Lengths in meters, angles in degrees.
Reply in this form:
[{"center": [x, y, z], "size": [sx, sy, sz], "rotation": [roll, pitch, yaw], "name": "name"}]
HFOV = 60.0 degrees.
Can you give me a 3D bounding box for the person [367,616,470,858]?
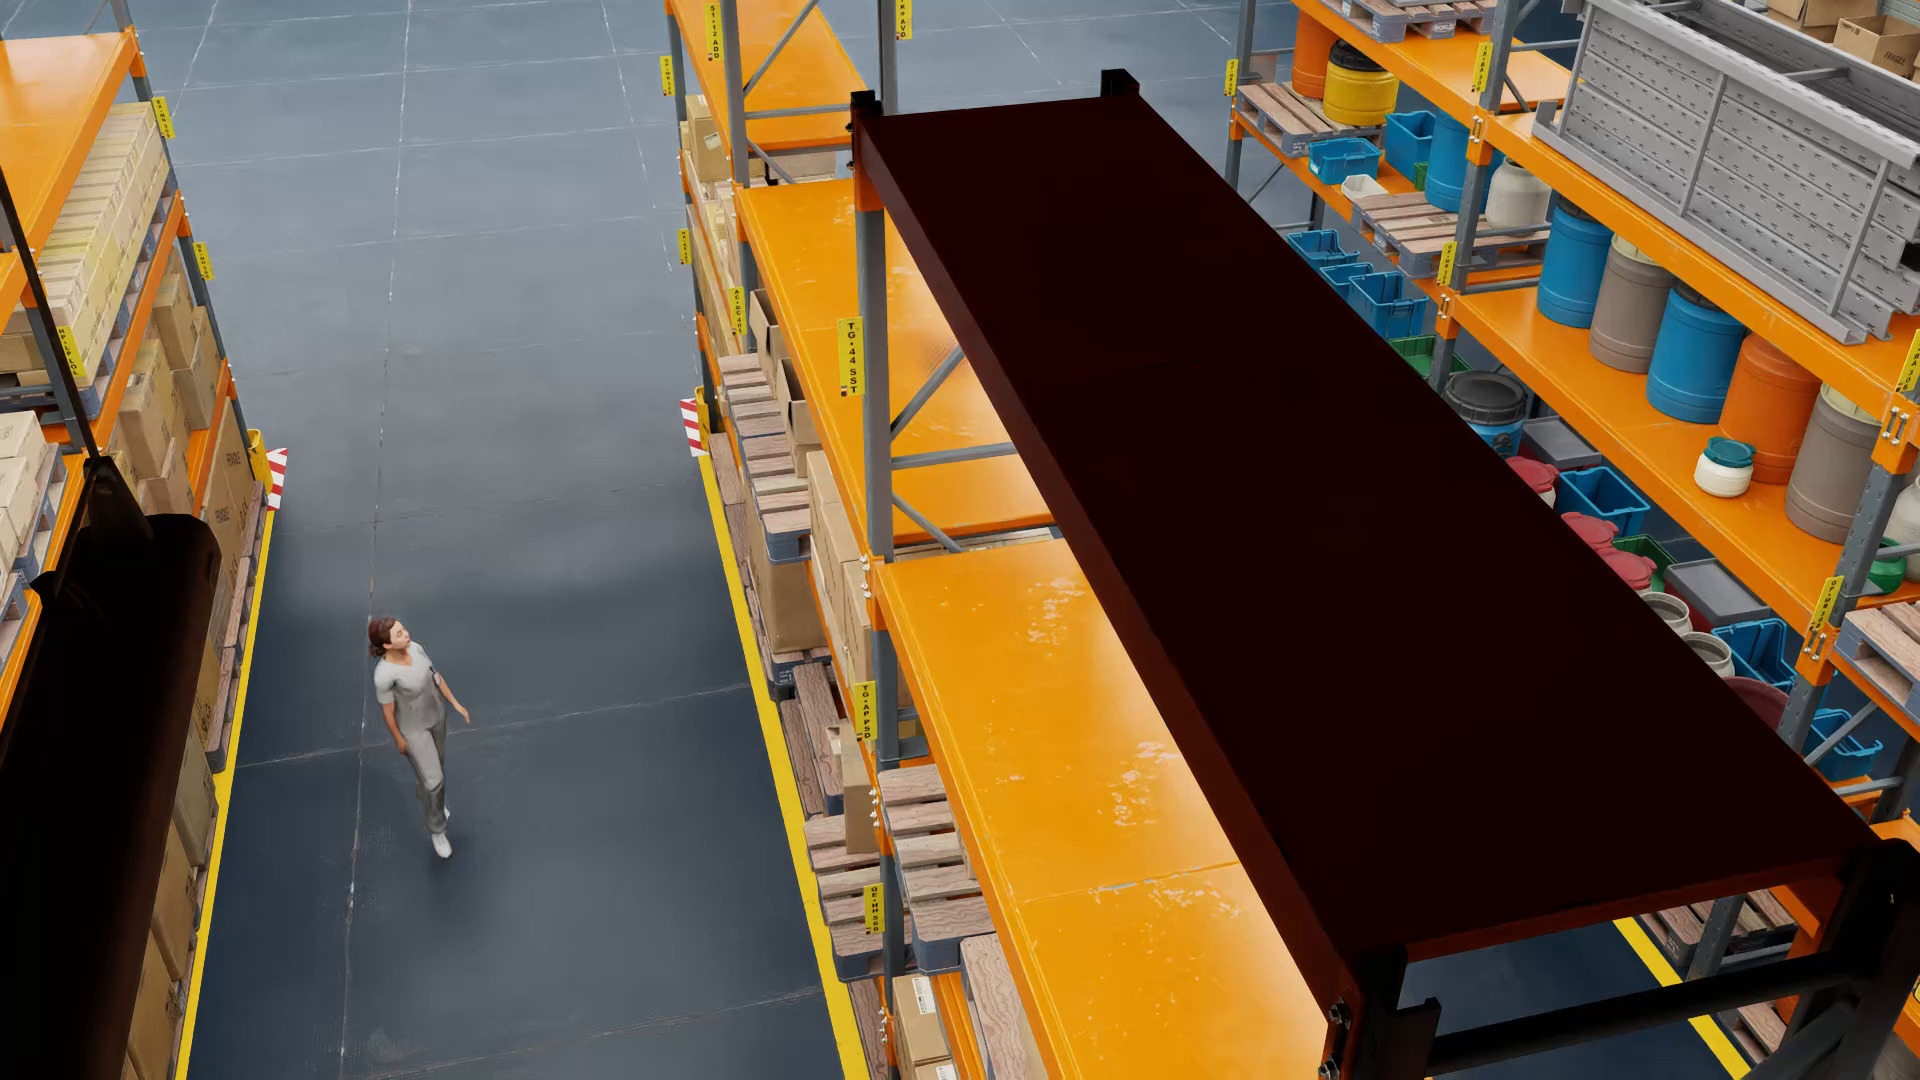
[{"center": [-3.452, 1.203, 10.688], "size": [0.521, 1.714, 0.497], "rotation": [21, 40, 28], "name": "person"}]
